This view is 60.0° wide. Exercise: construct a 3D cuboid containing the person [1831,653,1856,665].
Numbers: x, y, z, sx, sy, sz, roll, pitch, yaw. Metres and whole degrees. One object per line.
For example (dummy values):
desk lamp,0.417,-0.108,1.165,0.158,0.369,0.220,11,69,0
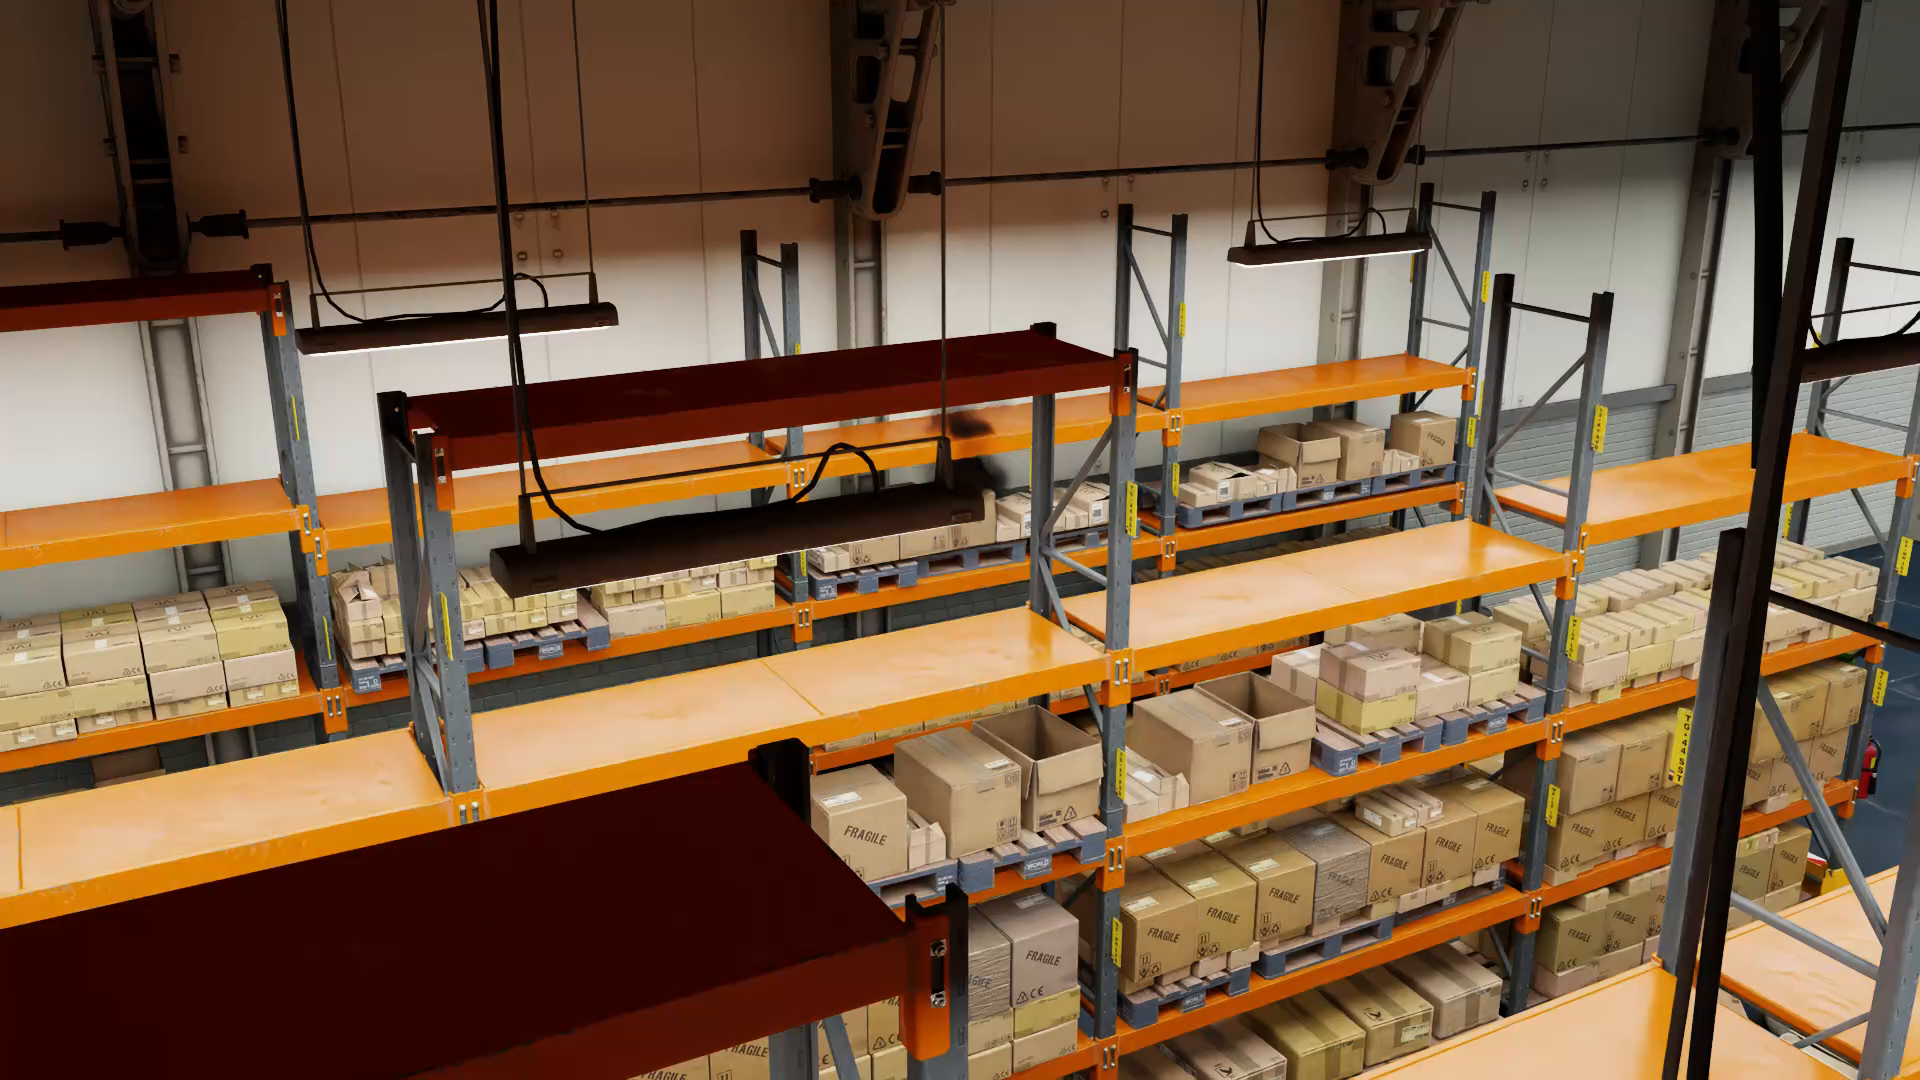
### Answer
person,10.338,1.086,19.454,0.651,1.728,0.709,-17,24,-41
